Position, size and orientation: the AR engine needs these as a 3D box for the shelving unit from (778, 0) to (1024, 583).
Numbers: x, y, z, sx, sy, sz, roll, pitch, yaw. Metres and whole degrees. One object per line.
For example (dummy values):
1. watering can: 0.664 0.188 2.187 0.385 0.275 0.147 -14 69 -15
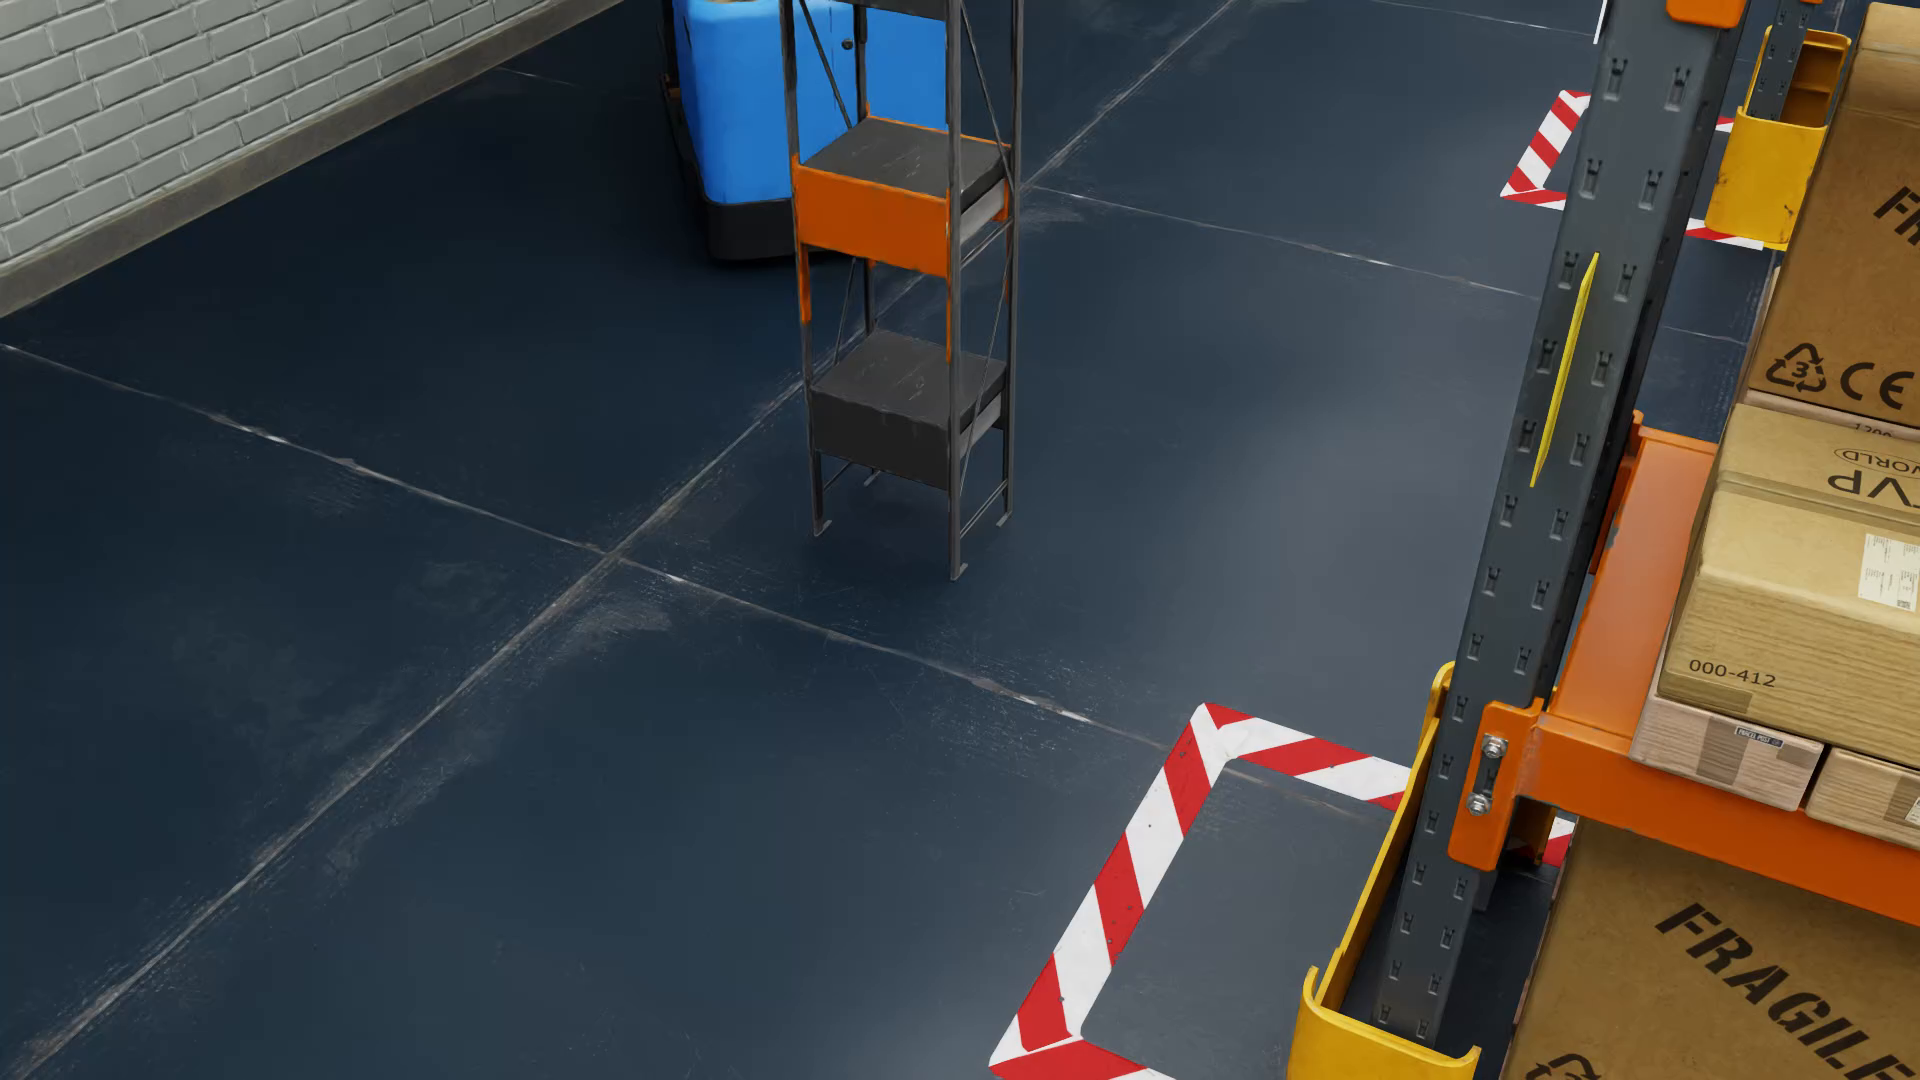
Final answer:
1. shelving unit: -0.147 -0.882 4.676 0.503 2.100 0.431 17 41 21

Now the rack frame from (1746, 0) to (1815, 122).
1. rack frame: 3.462 -2.784 6.437 0.127 3.000 1.000 17 41 21

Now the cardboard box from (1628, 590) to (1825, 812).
1. cardboard box: 1.255 0.227 2.678 0.250 0.149 0.380 18 41 22

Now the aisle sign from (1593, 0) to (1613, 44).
1. aisle sign: 0.890 -1.044 1.994 0.004 0.787 0.394 17 41 21

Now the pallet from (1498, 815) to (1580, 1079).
1. pallet: 1.838 1.142 3.571 1.213 0.211 1.003 17 41 21

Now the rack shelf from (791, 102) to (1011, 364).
1. rack shelf: -0.147 -0.872 4.684 0.480 0.518 0.431 17 41 21

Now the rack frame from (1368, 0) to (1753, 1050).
1. rack frame: 1.092 -0.149 2.966 0.127 3.000 1.000 17 41 21

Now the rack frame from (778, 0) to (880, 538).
1. rack frame: -0.364 -0.950 4.765 0.015 2.100 0.400 17 41 21

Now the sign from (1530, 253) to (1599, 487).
1. sign: 0.831 -0.229 2.290 0.005 0.325 0.100 17 41 21

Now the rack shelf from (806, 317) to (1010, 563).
1. rack shelf: -0.147 -0.314 5.107 0.480 0.518 0.431 17 41 21

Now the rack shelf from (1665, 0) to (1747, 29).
1. rack shelf: 2.868 -0.501 1.544 4.000 0.370 1.077 17 41 21

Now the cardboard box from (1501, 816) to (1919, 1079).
1. cardboard box: 1.697 0.665 3.303 0.875 0.875 0.875 17 41 21

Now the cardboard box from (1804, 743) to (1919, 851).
1. cardboard box: 1.484 0.297 2.585 0.250 0.149 0.380 17 40 21

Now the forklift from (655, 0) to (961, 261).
1. forklift: -0.820 -3.166 6.997 1.130 2.935 3.031 -8 38 -11

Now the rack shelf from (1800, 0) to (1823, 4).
1. rack shelf: 5.238 -1.941 5.922 4.000 0.370 1.077 17 41 21

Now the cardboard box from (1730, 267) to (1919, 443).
1. cardboard box: 1.644 -0.216 2.931 0.500 0.250 0.500 17 40 21

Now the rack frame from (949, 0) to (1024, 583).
1. rack frame: 0.070 -0.815 4.586 0.015 2.100 0.400 17 41 21

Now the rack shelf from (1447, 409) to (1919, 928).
1. rack shelf: 2.868 0.693 2.451 4.000 0.370 1.077 17 41 21

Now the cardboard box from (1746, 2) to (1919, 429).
1. cardboard box: 1.645 -0.512 2.702 0.500 0.500 0.500 18 41 22

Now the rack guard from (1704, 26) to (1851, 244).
1. rack guard: 3.530 -1.767 7.165 0.348 0.500 1.175 17 41 21

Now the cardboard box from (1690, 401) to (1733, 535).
1. cardboard box: 1.559 -0.127 3.144 0.250 0.149 0.380 18 41 22

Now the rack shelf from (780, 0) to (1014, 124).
1. rack shelf: -0.147 -1.429 4.261 0.480 0.518 0.431 17 41 21

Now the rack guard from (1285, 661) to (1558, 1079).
1. rack guard: 1.070 0.840 3.730 0.348 0.500 1.175 17 41 21

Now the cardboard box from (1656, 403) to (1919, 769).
1. cardboard box: 1.394 0.070 2.554 0.500 0.250 0.500 16 40 20
